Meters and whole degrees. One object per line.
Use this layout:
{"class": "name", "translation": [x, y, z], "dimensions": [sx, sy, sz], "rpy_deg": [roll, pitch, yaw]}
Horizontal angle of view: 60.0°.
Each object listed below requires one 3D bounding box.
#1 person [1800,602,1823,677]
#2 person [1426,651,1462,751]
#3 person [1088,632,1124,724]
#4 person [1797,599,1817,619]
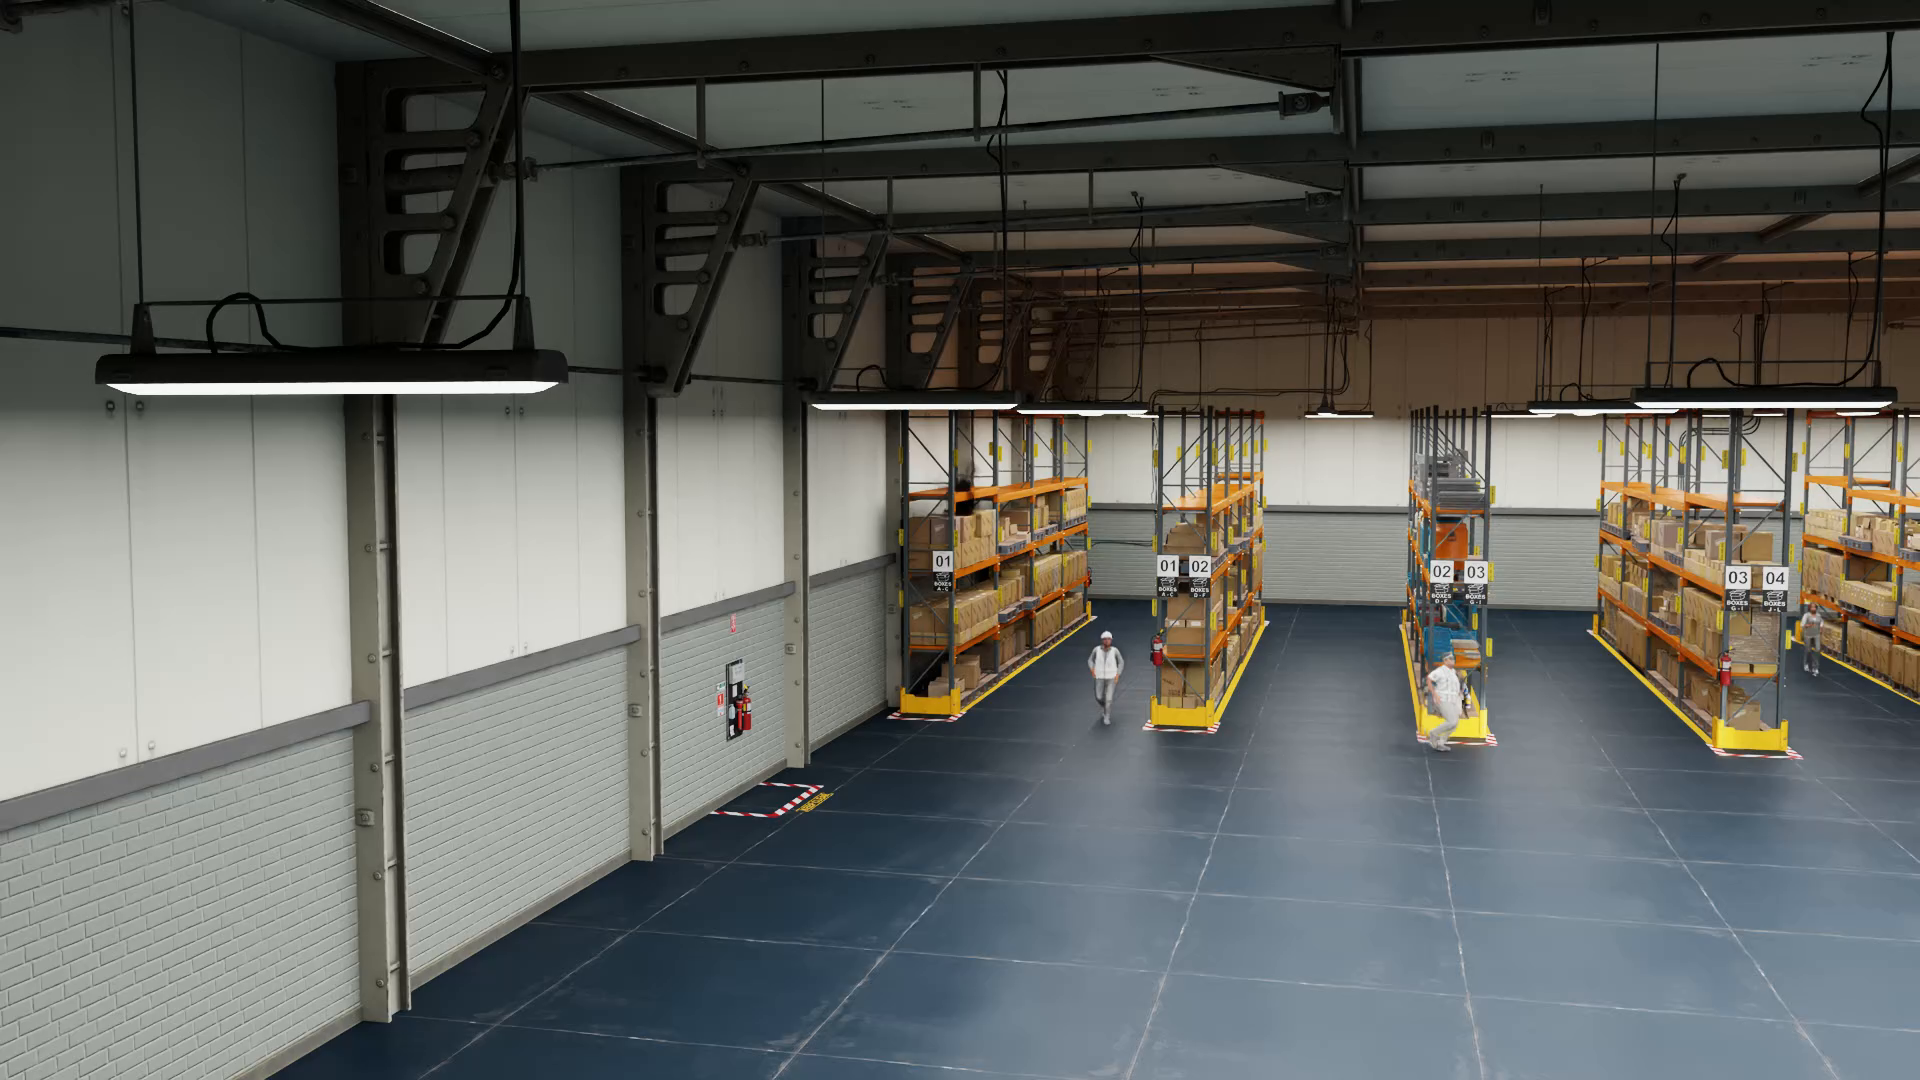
{"class": "person", "translation": [19.213, 2.220, 37.499], "dimensions": [0.517, 1.631, 0.702], "rpy_deg": [1, 4, 14]}
{"class": "person", "translation": [8.478, 2.787, 28.877], "dimensions": [0.535, 1.722, 0.689], "rpy_deg": [4, 5, 42]}
{"class": "person", "translation": [2.759, 2.606, 31.543], "dimensions": [0.690, 1.741, 0.537], "rpy_deg": [1, 4, 12]}
{"class": "person", "translation": [22.713, 1.697, 44.399], "dimensions": [0.556, 1.708, 0.753], "rpy_deg": [0, 4, 5]}
